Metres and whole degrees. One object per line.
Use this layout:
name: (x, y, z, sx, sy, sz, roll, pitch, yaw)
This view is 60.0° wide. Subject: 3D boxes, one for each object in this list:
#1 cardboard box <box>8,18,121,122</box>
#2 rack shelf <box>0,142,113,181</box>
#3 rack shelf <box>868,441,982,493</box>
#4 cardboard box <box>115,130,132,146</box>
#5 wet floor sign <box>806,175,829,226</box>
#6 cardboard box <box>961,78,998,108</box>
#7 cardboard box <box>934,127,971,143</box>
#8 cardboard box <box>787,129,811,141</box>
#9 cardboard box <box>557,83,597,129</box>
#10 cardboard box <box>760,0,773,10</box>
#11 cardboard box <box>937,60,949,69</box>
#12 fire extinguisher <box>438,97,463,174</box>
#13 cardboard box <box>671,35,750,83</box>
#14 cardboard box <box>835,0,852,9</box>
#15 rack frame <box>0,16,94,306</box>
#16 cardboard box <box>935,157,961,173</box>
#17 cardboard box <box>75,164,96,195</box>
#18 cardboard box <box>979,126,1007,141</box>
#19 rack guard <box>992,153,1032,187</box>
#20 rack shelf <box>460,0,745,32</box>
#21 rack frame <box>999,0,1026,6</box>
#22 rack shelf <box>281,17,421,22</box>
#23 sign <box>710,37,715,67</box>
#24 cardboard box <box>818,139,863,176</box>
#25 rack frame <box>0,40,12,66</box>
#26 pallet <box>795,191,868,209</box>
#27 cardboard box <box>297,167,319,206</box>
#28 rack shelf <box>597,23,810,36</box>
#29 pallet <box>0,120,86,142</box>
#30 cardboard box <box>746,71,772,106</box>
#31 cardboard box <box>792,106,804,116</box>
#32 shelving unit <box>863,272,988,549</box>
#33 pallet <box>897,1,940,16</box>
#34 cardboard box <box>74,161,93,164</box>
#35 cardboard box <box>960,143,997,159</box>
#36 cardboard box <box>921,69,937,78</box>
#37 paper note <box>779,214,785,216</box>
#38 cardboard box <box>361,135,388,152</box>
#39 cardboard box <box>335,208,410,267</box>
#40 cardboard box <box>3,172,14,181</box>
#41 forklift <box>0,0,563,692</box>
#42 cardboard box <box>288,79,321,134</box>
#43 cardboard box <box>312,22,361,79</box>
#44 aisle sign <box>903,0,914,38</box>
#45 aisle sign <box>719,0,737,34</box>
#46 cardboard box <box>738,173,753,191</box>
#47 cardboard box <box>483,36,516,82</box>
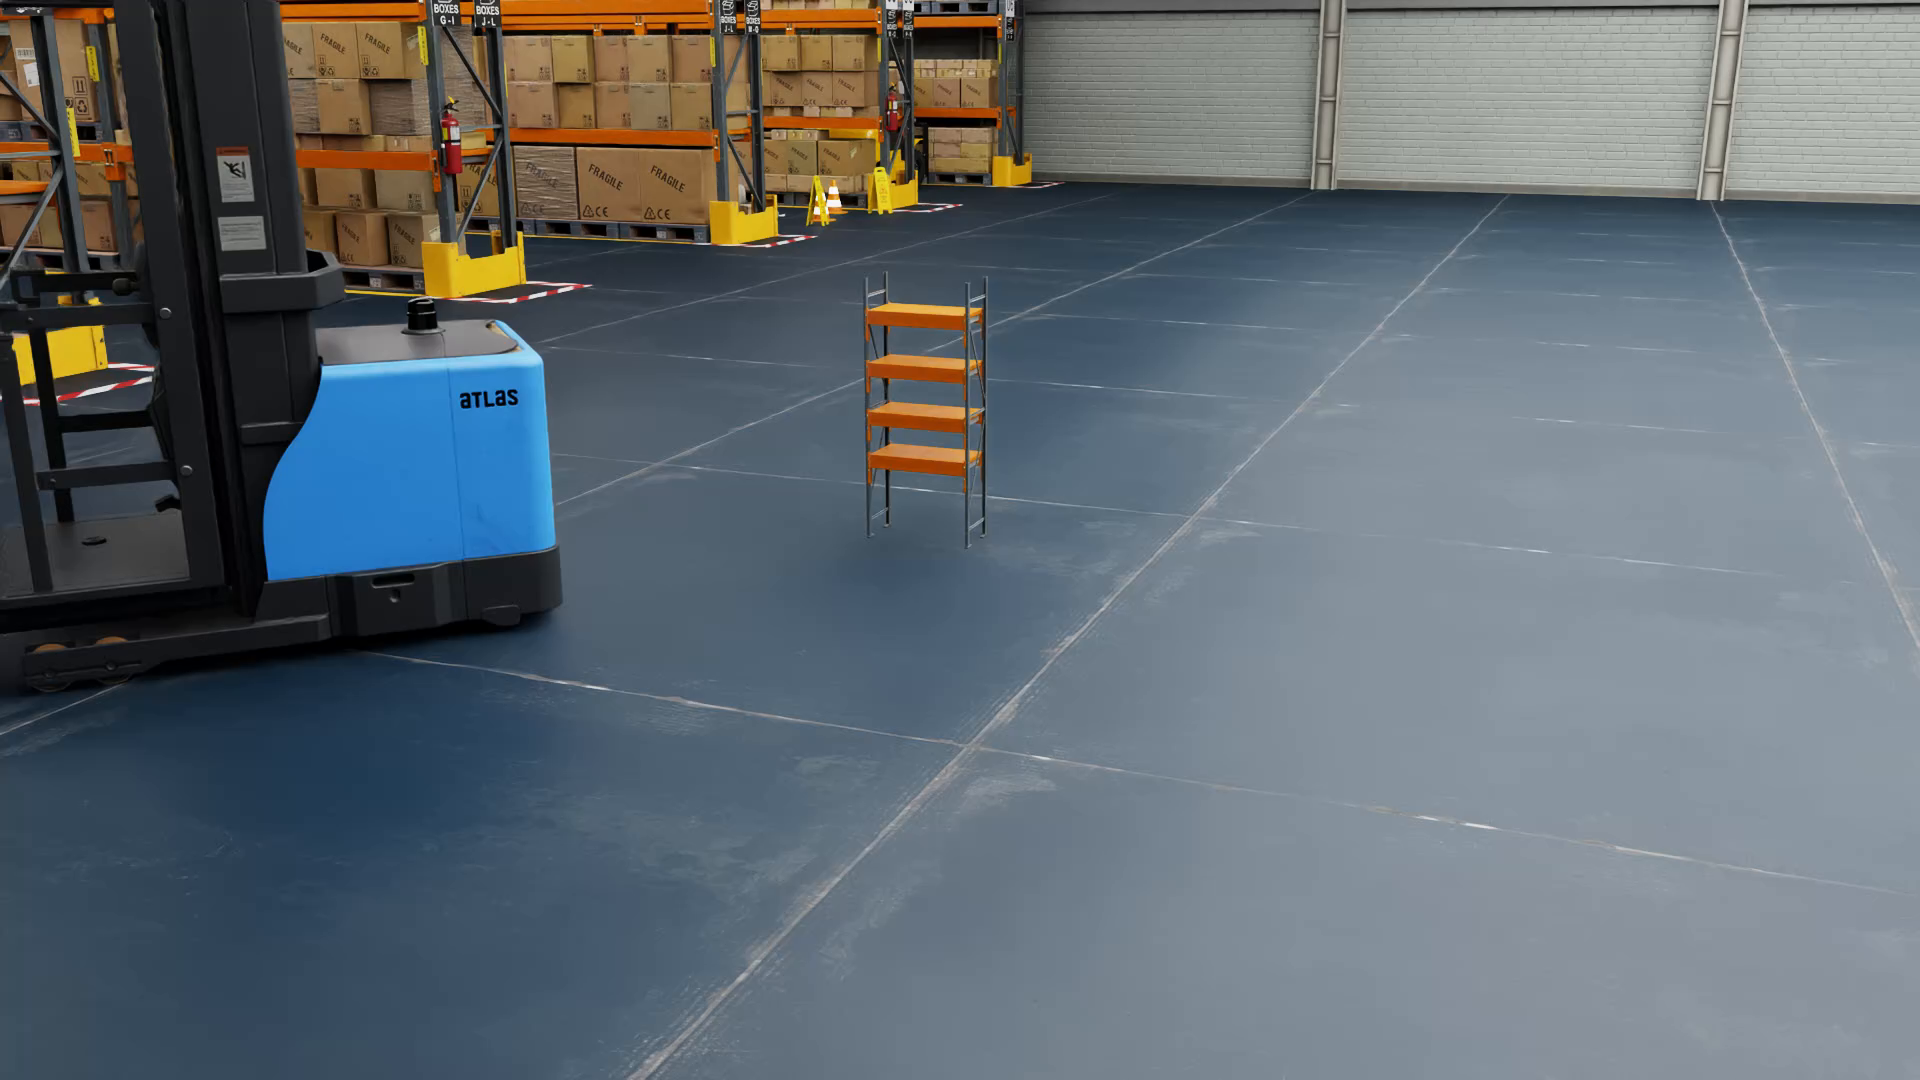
cardboard box: (-8.969, -4.854, 17.185, 1.000, 1.000, 1.000, 6, 17, 21)
rack shelf: (-10.142, -4.106, 17.727, 4.000, 0.370, 1.077, 6, 17, 21)
rack shelf: (-0.154, -0.338, 7.639, 0.480, 0.148, 0.258, 6, 17, 21)
cardboard box: (-8.192, -4.026, 16.612, 0.250, 0.149, 0.380, 6, 17, 21)
wet floor sign: (-1.893, -4.494, 21.995, 0.232, 0.644, 0.267, 3, 17, 11)
cardboard box: (0.339, -7.726, 28.726, 0.500, 0.500, 0.500, 6, 17, 19)
cardboard box: (-0.127, -7.074, 29.045, 0.500, 0.250, 0.500, 7, 17, 22)
cardboard box: (-2.364, -6.022, 24.705, 0.250, 0.149, 0.380, 7, 17, 22)
cardboard box: (-4.511, -5.396, 20.611, 0.500, 0.550, 0.875, 6, 17, 21)
cardboard box: (-2.804, -7.837, 24.360, 0.250, 0.149, 0.380, 6, 17, 20)
cardboard box: (-0.216, -8.262, 28.875, 0.250, 0.149, 0.380, 6, 17, 21)
fire extinguisher: (-4.623, -3.669, 15.071, 0.183, 0.674, 0.296, 6, 17, 21)
cardboard box: (-2.978, -5.752, 19.902, 0.550, 0.550, 0.875, 6, 17, 21)
cardboard box: (-1.603, -7.709, 23.917, 0.250, 0.149, 0.380, 6, 17, 21)
rack frame: (-6.378, -2.553, 11.087, 0.127, 3.000, 1.000, 6, 17, 21)
cardboard box: (-0.119, -6.596, 29.193, 0.500, 0.250, 0.500, 6, 17, 21)
cardboard box: (-12.235, -5.094, 23.571, 0.500, 0.500, 0.500, 7, 17, 22)
cardboard box: (0.516, -7.155, 29.325, 0.500, 0.250, 0.500, 6, 17, 20)
rack guard: (0.916, -6.493, 29.141, 0.348, 0.500, 1.175, 6, 17, 21)
rack shelf: (-4.507, -6.413, 20.295, 4.000, 0.370, 1.077, 6, 17, 21)
rack frame: (0.893, -10.577, 27.965, 0.127, 3.000, 1.000, 6, 17, 21)
rack shelf: (-10.227, -8.526, 27.571, 4.000, 0.370, 1.077, 6, 17, 21)
sign: (-2.859, -5.644, 19.233, 0.005, 0.325, 0.100, 6, 17, 21)
cardboard box: (-1.766, -5.663, 24.635, 0.500, 0.500, 0.500, 6, 17, 21)
rack frame: (-13.810, -6.341, 24.136, 0.127, 3.000, 1.000, 6, 17, 21)
pallet: (-1.738, -5.169, 25.099, 1.213, 0.211, 1.003, 6, 17, 21)
cardboard box: (-8.741, -4.879, 22.382, 0.750, 0.750, 1.050, 7, 17, 21)
rack shelf: (-4.688, -9.404, 30.598, 4.000, 0.370, 1.077, 6, 17, 21)
pallet: (-10.146, -4.372, 17.697, 1.213, 0.211, 1.003, 6, 17, 21)
cardboard box: (-2.923, -6.744, 24.811, 0.500, 0.500, 0.500, 6, 17, 21)
cardboard box: (-2.295, -6.380, 24.720, 0.250, 0.149, 0.380, 7, 17, 21)
shelving unit: (-0.154, -0.593, 7.565, 0.503, 1.200, 0.258, 6, 17, 21)
pallet: (-0.894, -9.297, 29.096, 1.213, 0.211, 1.003, 6, 17, 21)
cardboard box: (-12.250, -5.451, 23.456, 0.500, 0.250, 0.500, 7, 18, 23)
cardboard box: (0.326, -6.785, 28.949, 0.500, 0.250, 0.500, 6, 17, 20)
cardboard box: (-0.492, -8.122, 28.928, 0.250, 0.149, 0.380, 6, 17, 19)
paper note: (-2.534, -4.562, 23.334, 0.142, 0.019, 0.148, 0, 16, 1)
cardboard box: (-5.385, -3.730, 15.594, 0.250, 0.149, 0.380, 6, 17, 21)
cardboard box: (-5.704, -2.959, 16.217, 0.500, 0.500, 0.500, 12, 20, 35)
cardboard box: (-14.030, -5.437, 24.847, 0.250, 0.149, 0.380, 7, 18, 23)
forklift: (-3.132, -1.040, 6.000, 3.031, 2.935, 1.130, -7, 18, -22)
cardboard box: (-6.021, -4.174, 15.959, 0.500, 0.500, 0.875, 6, 17, 21)
cardboard box: (-5.630, -4.550, 15.462, 0.500, 0.500, 0.500, 6, 17, 21)
aisle sign: (-0.753, -7.730, 24.258, 0.004, 0.787, 0.394, 6, 17, 21)
aisle sign: (-2.691, -6.277, 19.252, 0.004, 0.787, 0.394, 6, 17, 21)
cardboard box: (-3.201, -5.462, 25.288, 0.500, 0.250, 0.500, 6, 17, 20)
cardboard box: (-5.483, -6.041, 20.895, 0.550, 0.550, 0.875, 6, 17, 21)
